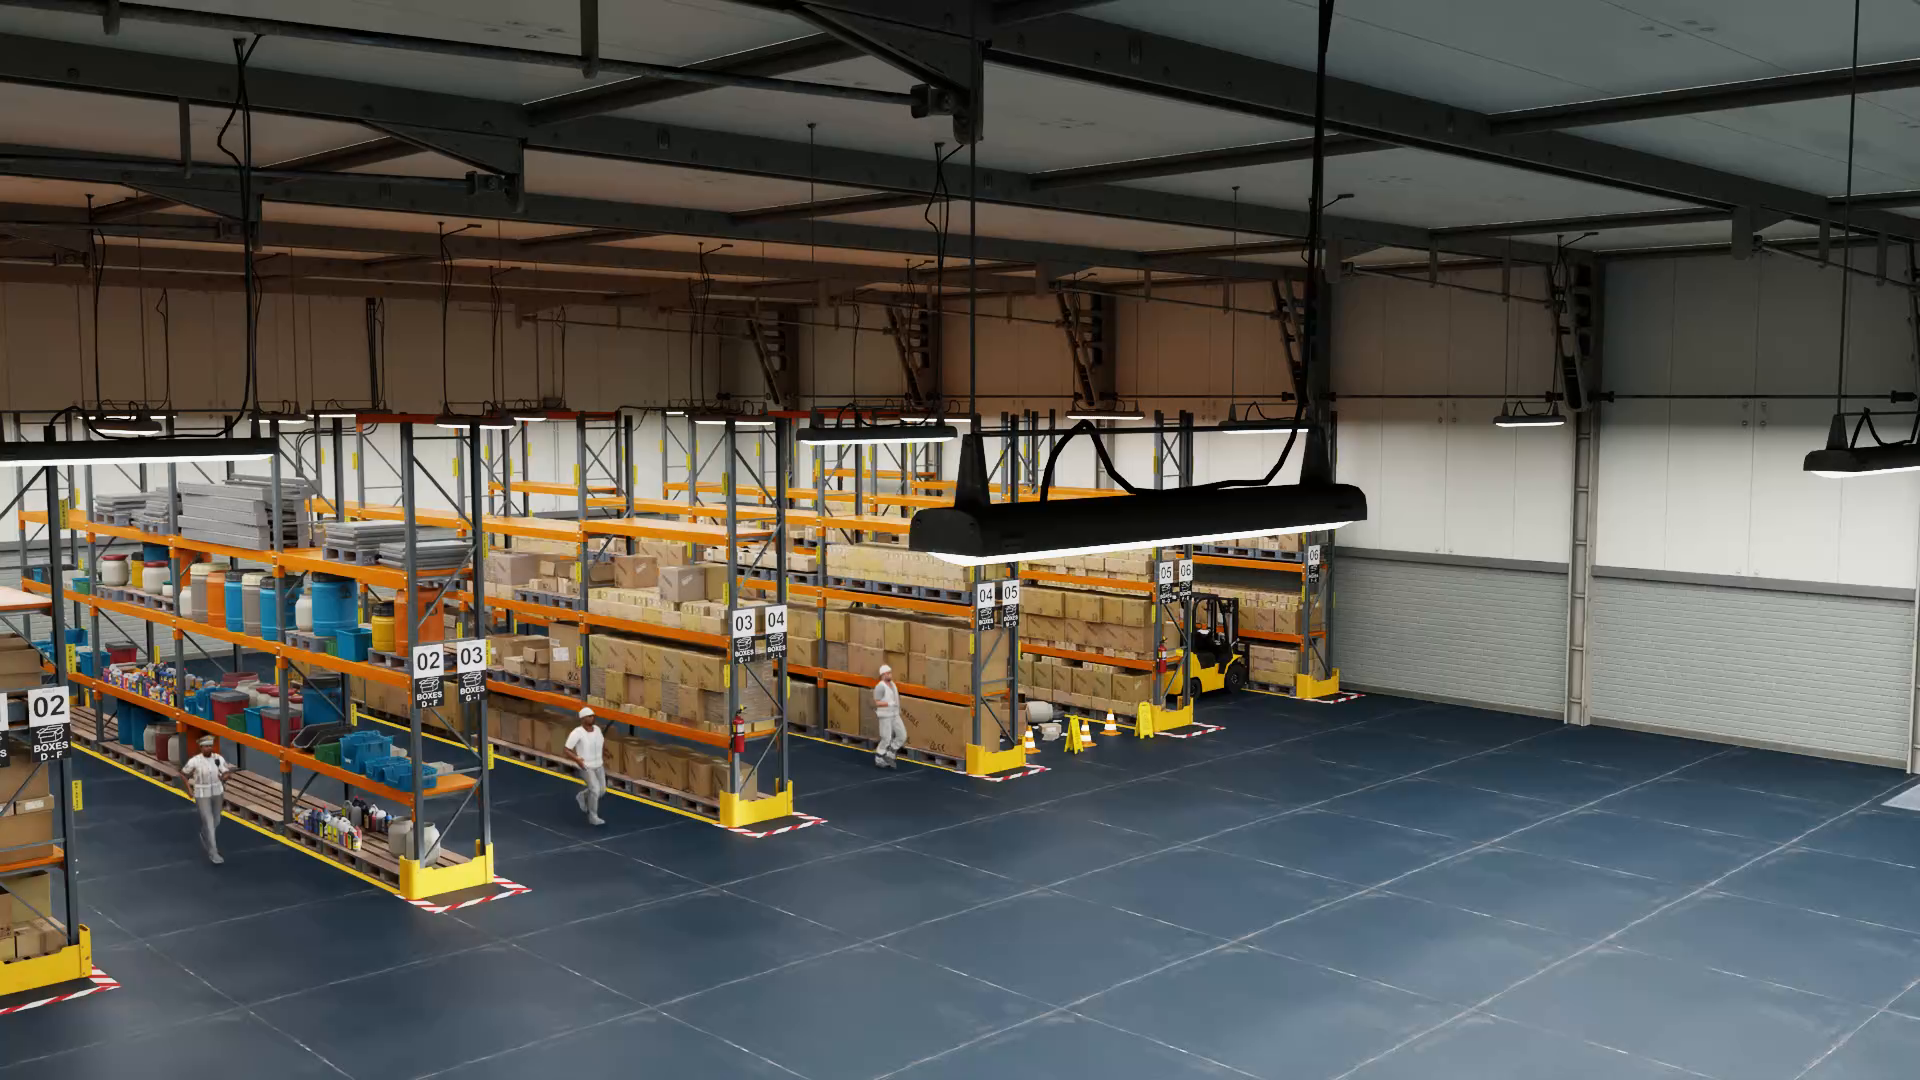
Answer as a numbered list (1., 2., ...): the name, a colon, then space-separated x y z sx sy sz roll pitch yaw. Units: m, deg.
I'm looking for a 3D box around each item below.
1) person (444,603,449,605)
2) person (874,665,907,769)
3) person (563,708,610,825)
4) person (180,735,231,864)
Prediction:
1. person: -11.921 2.227 38.197 0.728 1.574 0.595 -1 5 -10
2. person: -1.165 3.005 28.119 0.645 1.786 0.634 4 6 39
3. person: -5.515 3.334 24.627 0.703 1.723 0.705 4 6 36
4. person: -10.259 3.494 22.704 0.919 1.686 0.576 5 7 44
